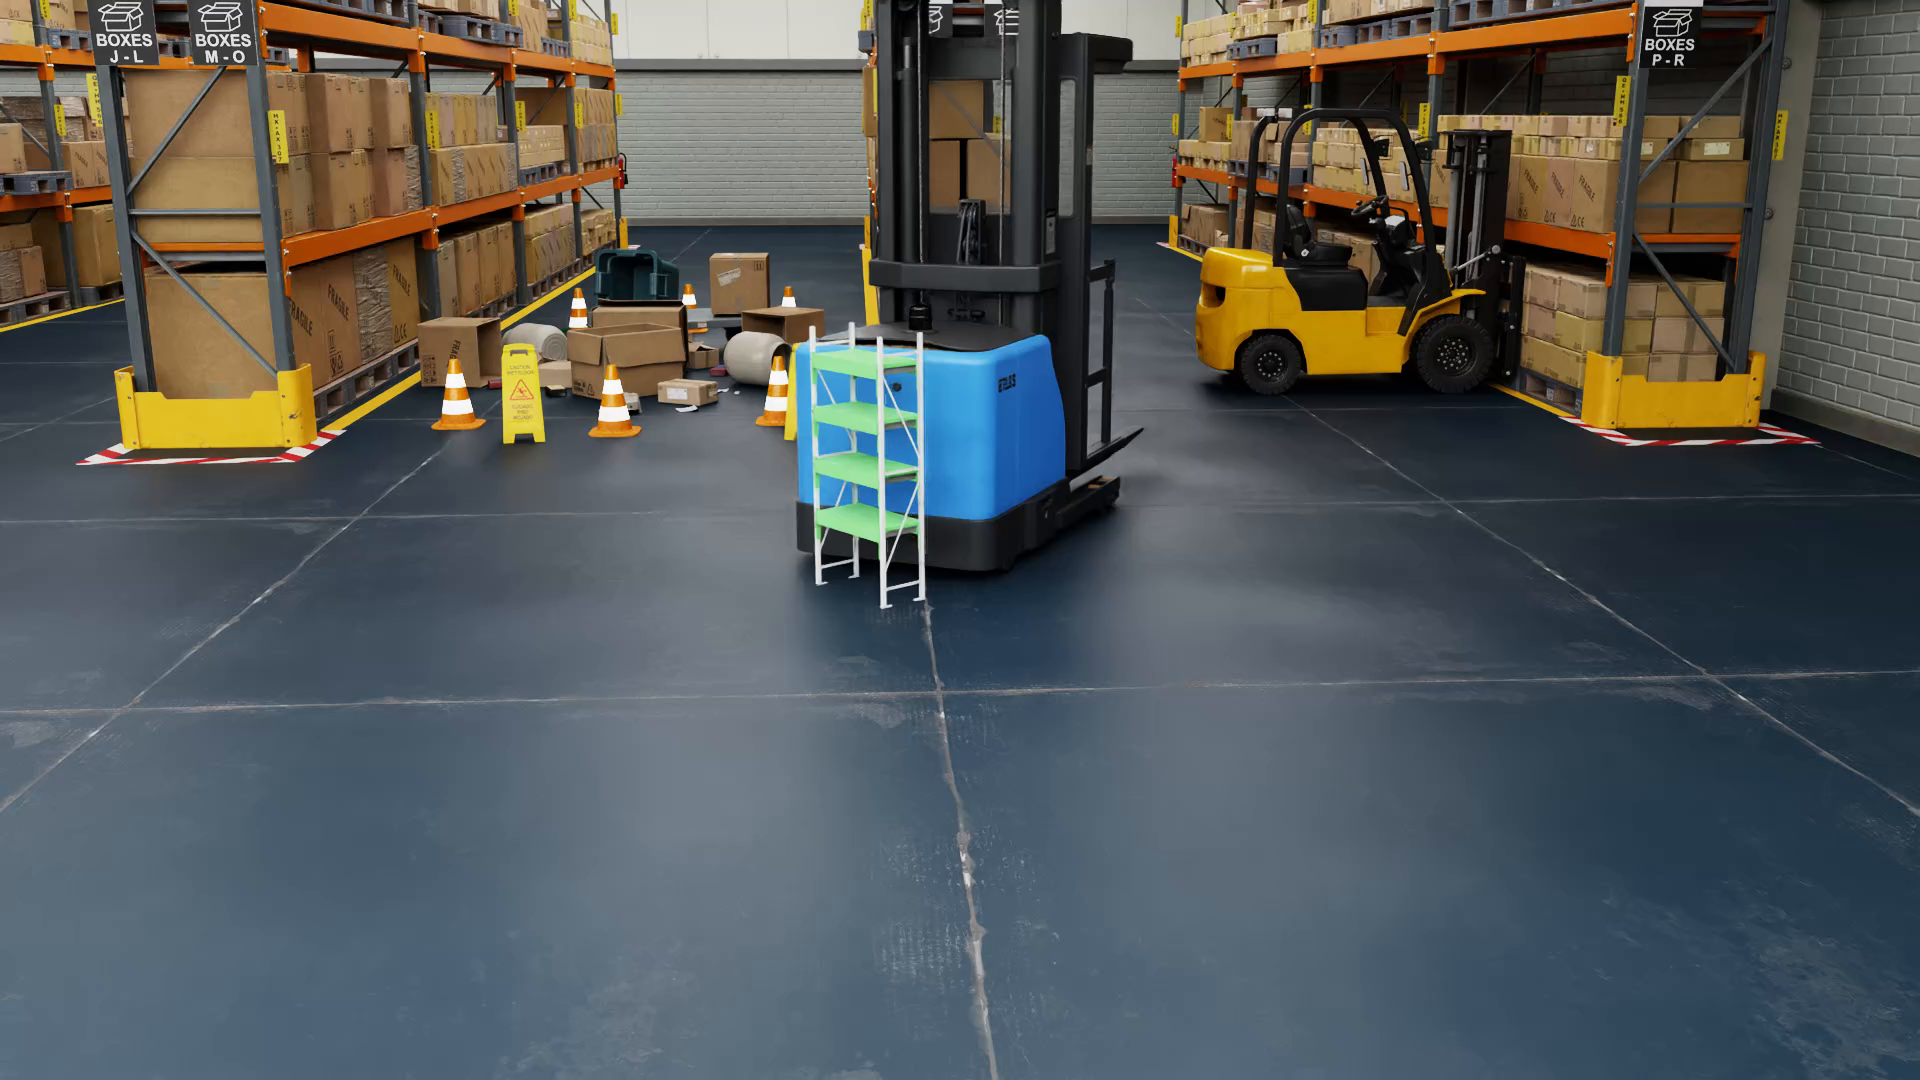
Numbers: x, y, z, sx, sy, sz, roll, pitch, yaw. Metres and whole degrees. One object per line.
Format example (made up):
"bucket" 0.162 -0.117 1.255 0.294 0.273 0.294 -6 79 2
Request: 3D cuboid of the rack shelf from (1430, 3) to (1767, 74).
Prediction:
"rack shelf" 4.871 -3.882 13.019 1.077 0.370 4.000 -1 14 -3

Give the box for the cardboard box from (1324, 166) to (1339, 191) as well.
"cardboard box" 4.309 -3.958 18.192 0.500 0.250 0.500 -1 14 -5

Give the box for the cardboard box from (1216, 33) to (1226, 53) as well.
"cardboard box" 3.929 -7.034 23.530 0.500 0.250 0.500 -1 14 -5

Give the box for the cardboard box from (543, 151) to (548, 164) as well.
"cardboard box" -5.331 -4.748 20.621 0.380 0.149 0.250 0 14 -1

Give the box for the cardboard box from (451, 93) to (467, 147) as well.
"cardboard box" -5.273 -4.132 16.357 0.700 0.500 0.500 -1 14 -4

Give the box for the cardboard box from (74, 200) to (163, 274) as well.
"cardboard box" -10.415 -3.608 19.950 1.225 0.875 0.875 -1 14 -3

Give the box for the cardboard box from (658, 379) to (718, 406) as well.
"cardboard box" -2.056 -1.117 12.569 0.380 0.149 0.250 7 16 26

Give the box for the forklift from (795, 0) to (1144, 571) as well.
"forklift" 0.246 -1.596 8.846 1.130 2.935 3.031 6 16 22

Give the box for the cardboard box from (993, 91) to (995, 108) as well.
"cardboard box" 0.117 -4.030 15.228 0.380 0.149 0.250 -1 14 -4

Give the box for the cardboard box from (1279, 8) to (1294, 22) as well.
"cardboard box" 4.102 -6.391 20.230 0.380 0.149 0.250 -1 14 -3

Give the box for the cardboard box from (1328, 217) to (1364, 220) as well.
"cardboard box" 4.769 -3.908 20.566 0.380 0.149 0.250 -2 15 -6

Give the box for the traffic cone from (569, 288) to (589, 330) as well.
"traffic cone" -3.717 -2.225 16.244 0.336 0.463 0.334 -1 14 -3

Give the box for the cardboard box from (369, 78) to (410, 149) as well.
"cardboard box" -5.003 -3.465 13.504 0.875 0.550 0.550 -1 14 -3

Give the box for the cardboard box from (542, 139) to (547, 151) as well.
"cardboard box" -5.330 -4.888 20.569 0.380 0.149 0.250 -1 14 -3

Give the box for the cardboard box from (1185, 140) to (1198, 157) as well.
"cardboard box" 3.794 -6.089 25.875 0.500 0.250 0.500 -1 14 -3

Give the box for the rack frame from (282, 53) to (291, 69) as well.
"rack frame" -10.841 -6.029 25.940 1.000 3.000 0.127 -1 14 -3

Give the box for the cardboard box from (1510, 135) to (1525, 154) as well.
"cardboard box" 4.580 -3.170 13.324 0.380 0.149 0.250 -1 14 -5

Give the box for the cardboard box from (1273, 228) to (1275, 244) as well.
"cardboard box" 4.203 -3.620 20.748 0.500 0.500 0.500 0 14 -1

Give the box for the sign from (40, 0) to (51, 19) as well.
"sign" -9.804 -5.751 17.799 0.100 0.325 0.005 -1 14 -3

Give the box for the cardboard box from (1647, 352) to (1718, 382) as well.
"cardboard box" 5.159 -1.277 12.147 0.500 0.250 0.500 -1 14 -3

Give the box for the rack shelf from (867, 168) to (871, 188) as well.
"rack shelf" -0.827 -5.336 24.691 1.077 0.370 4.000 -1 14 -3

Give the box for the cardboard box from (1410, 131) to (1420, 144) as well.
"cardboard box" 4.470 -3.783 15.709 0.380 0.149 0.250 -1 14 -4

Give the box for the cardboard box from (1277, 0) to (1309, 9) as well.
"cardboard box" 4.388 -7.052 21.928 0.396 0.266 0.258 -1 14 -3

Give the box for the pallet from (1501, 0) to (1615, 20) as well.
"pallet" 4.898 -4.171 12.875 1.003 0.211 1.213 -1 14 -3

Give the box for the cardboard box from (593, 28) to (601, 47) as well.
"cardboard box" -5.540 -7.338 24.303 0.500 0.250 0.500 -1 14 -3

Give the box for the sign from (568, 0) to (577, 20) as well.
"sign" -5.083 -6.989 21.823 0.100 0.325 0.005 -1 14 -3

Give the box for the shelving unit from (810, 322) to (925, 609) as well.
"shelving unit" -0.414 -0.344 7.453 0.258 1.200 0.503 -12 19 -39

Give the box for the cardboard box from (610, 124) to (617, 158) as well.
"cardboard box" -5.600 -6.165 25.671 0.500 0.500 0.500 -1 14 -2

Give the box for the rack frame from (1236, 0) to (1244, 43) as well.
"rack frame" 4.251 -8.170 22.222 1.000 3.000 0.127 -1 14 -3

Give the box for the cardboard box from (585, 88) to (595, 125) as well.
"cardboard box" -5.469 -6.133 23.539 0.500 0.500 0.500 -1 14 -3

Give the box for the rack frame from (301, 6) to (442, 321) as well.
"rack frame" -5.141 -3.096 14.541 1.000 3.000 0.127 -1 14 -3

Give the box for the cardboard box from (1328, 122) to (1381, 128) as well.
"cardboard box" 4.623 -4.652 19.545 0.500 0.500 0.500 0 14 -1

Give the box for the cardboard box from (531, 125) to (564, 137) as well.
"cardboard box" -5.417 -5.359 21.802 0.380 0.149 0.250 0 14 -1

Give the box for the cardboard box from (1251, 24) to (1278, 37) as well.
"cardboard box" 3.938 -6.513 21.262 0.380 0.149 0.250 -1 14 -4

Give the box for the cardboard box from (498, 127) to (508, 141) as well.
"cardboard box" -5.225 -4.580 18.774 0.380 0.149 0.250 -1 14 -3

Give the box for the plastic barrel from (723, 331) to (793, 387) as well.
"plastic barrel" -1.598 -1.446 13.296 0.512 0.421 0.421 10 18 35

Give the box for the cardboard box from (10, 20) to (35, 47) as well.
"cardboard box" -10.072 -5.305 17.407 0.500 0.250 0.500 -1 14 -3

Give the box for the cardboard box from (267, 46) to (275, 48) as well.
"cardboard box" -10.756 -7.654 24.989 0.700 0.500 0.500 -2 15 -7

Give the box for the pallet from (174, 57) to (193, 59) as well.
"pallet" -10.706 -6.951 23.679 1.003 0.211 1.213 -1 14 -3

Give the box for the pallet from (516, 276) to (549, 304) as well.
"pallet" -5.436 -2.935 19.510 1.003 0.211 1.213 -1 14 -3

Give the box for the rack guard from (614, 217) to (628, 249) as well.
"rack guard" -5.880 -4.851 26.378 1.175 0.500 0.348 -1 14 -3

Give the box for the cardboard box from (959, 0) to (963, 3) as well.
"cardboard box" 0.196 -3.879 12.067 0.380 0.149 0.250 -1 14 -5

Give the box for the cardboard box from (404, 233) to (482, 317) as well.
"cardboard box" -5.325 -2.603 16.296 1.050 0.750 0.750 -1 14 -3

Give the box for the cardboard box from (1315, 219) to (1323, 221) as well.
"cardboard box" 4.196 -3.830 20.263 0.380 0.149 0.250 -1 14 -5

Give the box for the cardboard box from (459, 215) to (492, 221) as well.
"cardboard box" -5.693 -3.613 19.218 0.500 0.250 0.500 -1 14 -5

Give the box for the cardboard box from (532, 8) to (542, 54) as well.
"cardboard box" -5.233 -5.987 19.555 0.500 0.500 0.500 -1 14 -3

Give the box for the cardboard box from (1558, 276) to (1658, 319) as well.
"cardboard box" 4.655 -1.746 11.962 0.500 0.250 0.500 0 14 -2

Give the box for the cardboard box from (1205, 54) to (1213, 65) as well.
"cardboard box" 3.809 -7.063 24.443 0.380 0.149 0.250 -1 14 -2

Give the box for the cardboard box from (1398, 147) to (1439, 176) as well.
"cardboard box" 4.461 -3.563 15.652 0.500 0.250 0.500 -1 14 -5

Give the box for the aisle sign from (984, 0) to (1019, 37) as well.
"aisle sign" 0.354 -3.451 10.704 0.394 0.787 0.004 -1 14 -3

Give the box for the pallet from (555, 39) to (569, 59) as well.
"pallet" -5.705 -6.292 21.320 1.213 0.211 1.003 -1 14 -3

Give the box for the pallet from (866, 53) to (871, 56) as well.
"pallet" -0.620 -5.991 20.151 1.003 0.211 1.213 0 14 -1

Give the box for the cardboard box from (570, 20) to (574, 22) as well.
"cardboard box" -5.397 -7.045 22.367 0.380 0.149 0.250 -2 15 -6
